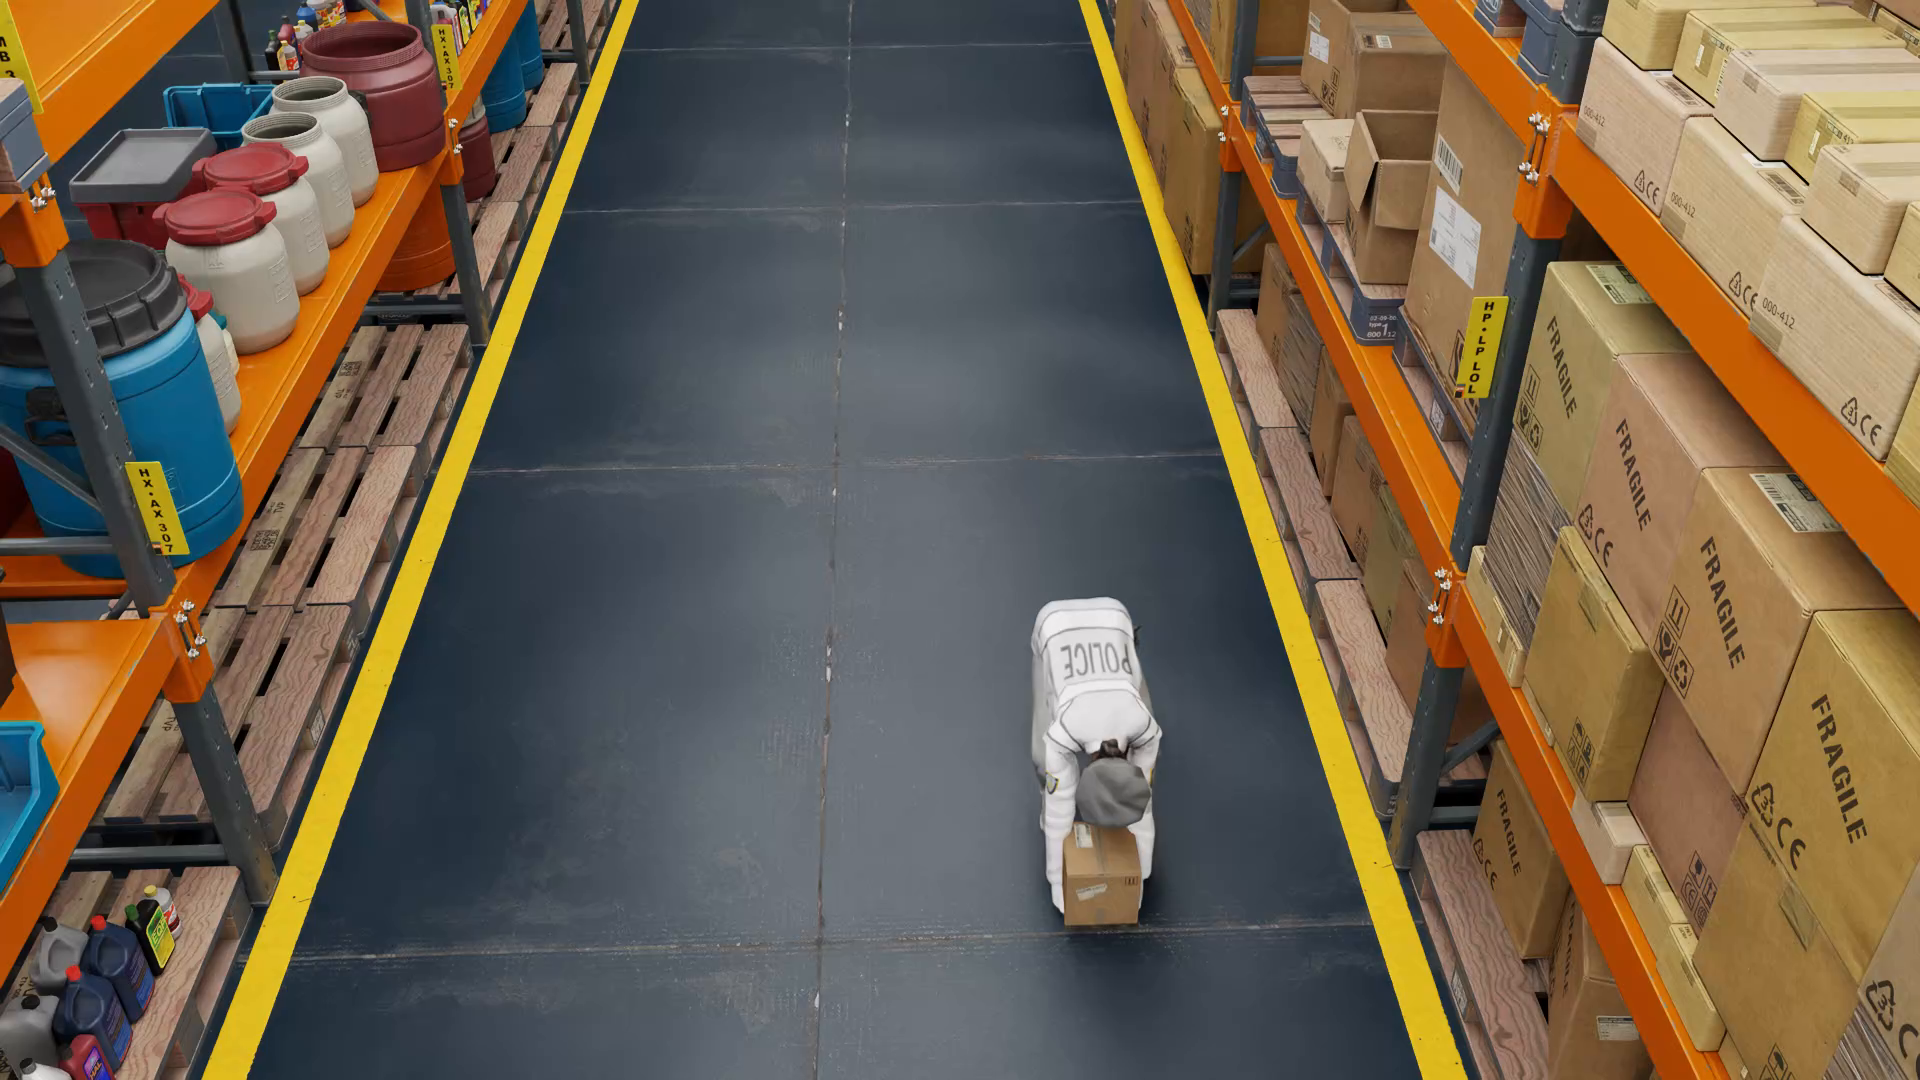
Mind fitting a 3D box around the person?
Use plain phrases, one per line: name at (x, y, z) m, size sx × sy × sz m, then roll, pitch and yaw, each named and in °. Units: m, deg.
person at (0.477, 0.732, 5.811) m, size 0.458 × 0.861 × 0.882 m, roll -3°, pitch 36°, yaw -4°
